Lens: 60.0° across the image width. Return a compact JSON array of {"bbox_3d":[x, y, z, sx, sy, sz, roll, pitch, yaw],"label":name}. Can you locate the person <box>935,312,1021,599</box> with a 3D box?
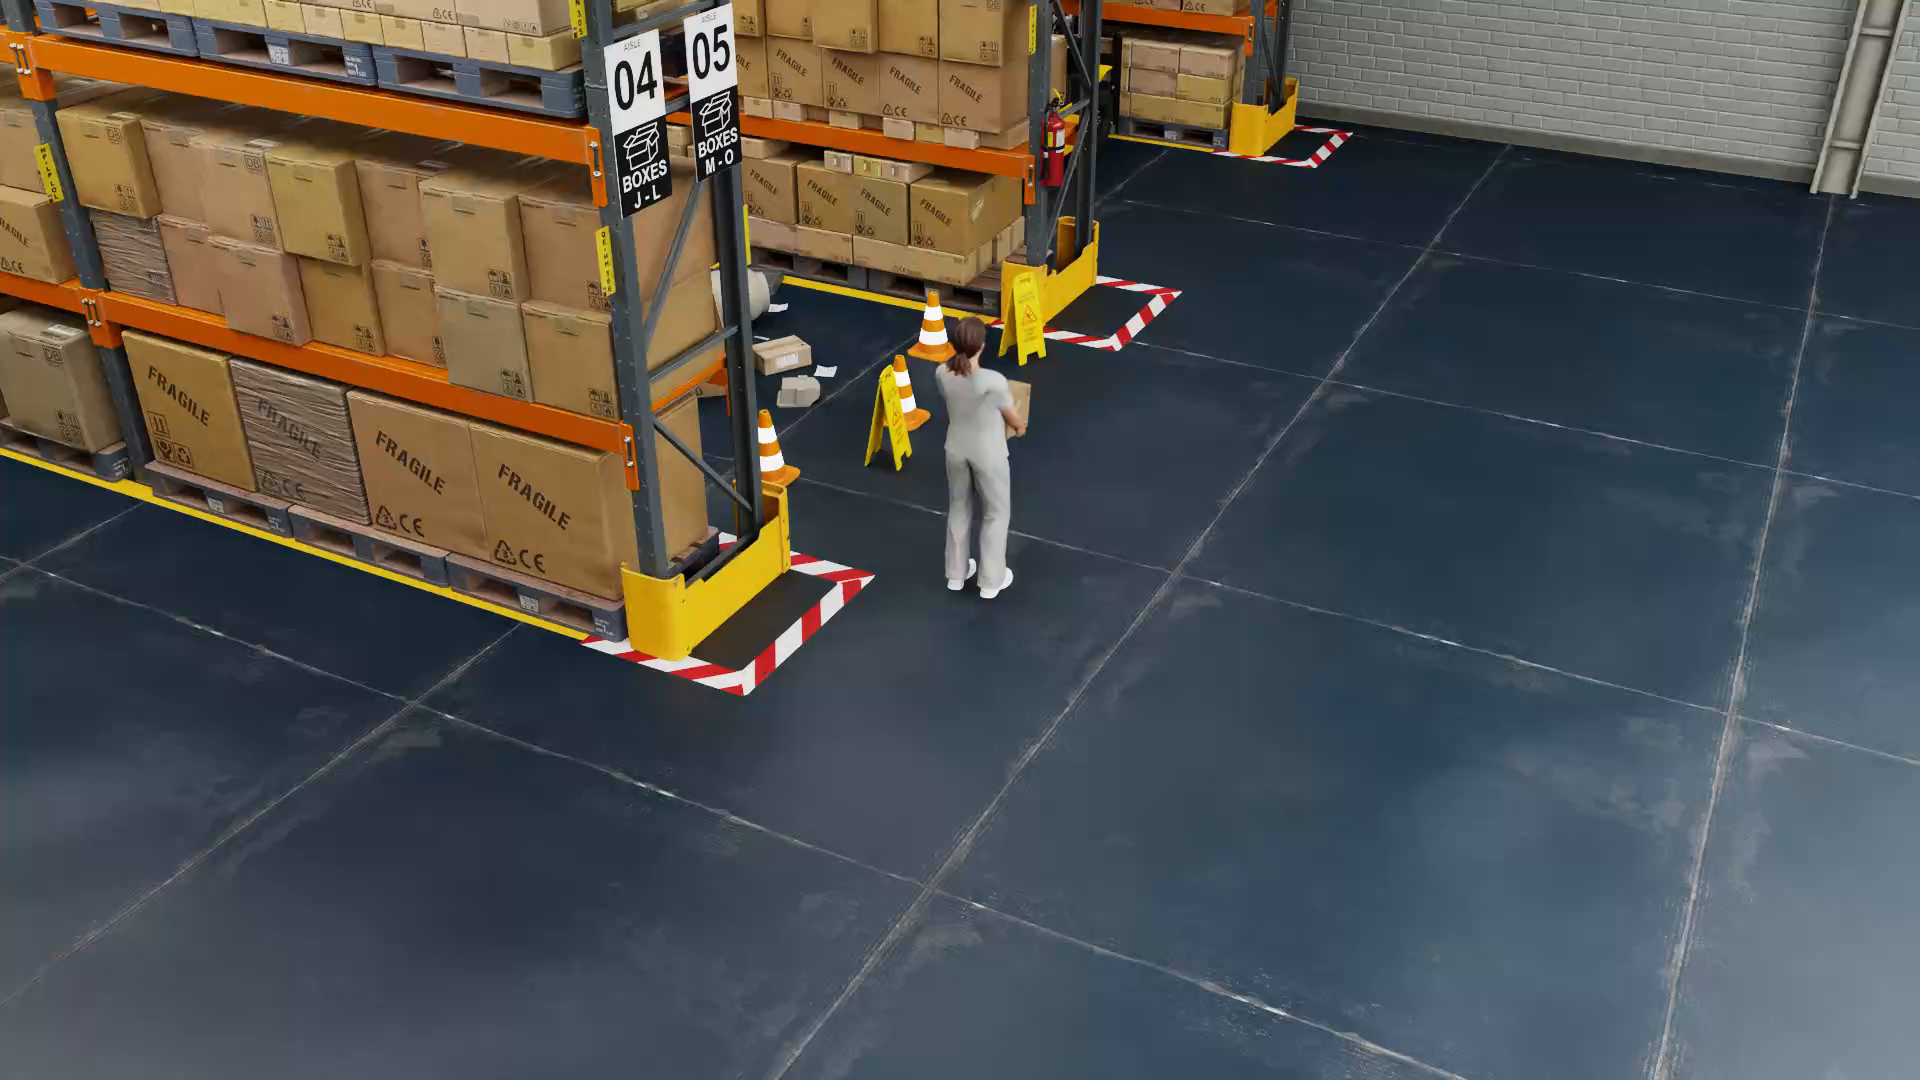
[{"bbox_3d":[0.108,-0.490,9.129,0.462,1.674,0.503,14,33,23],"label":"person"}]
